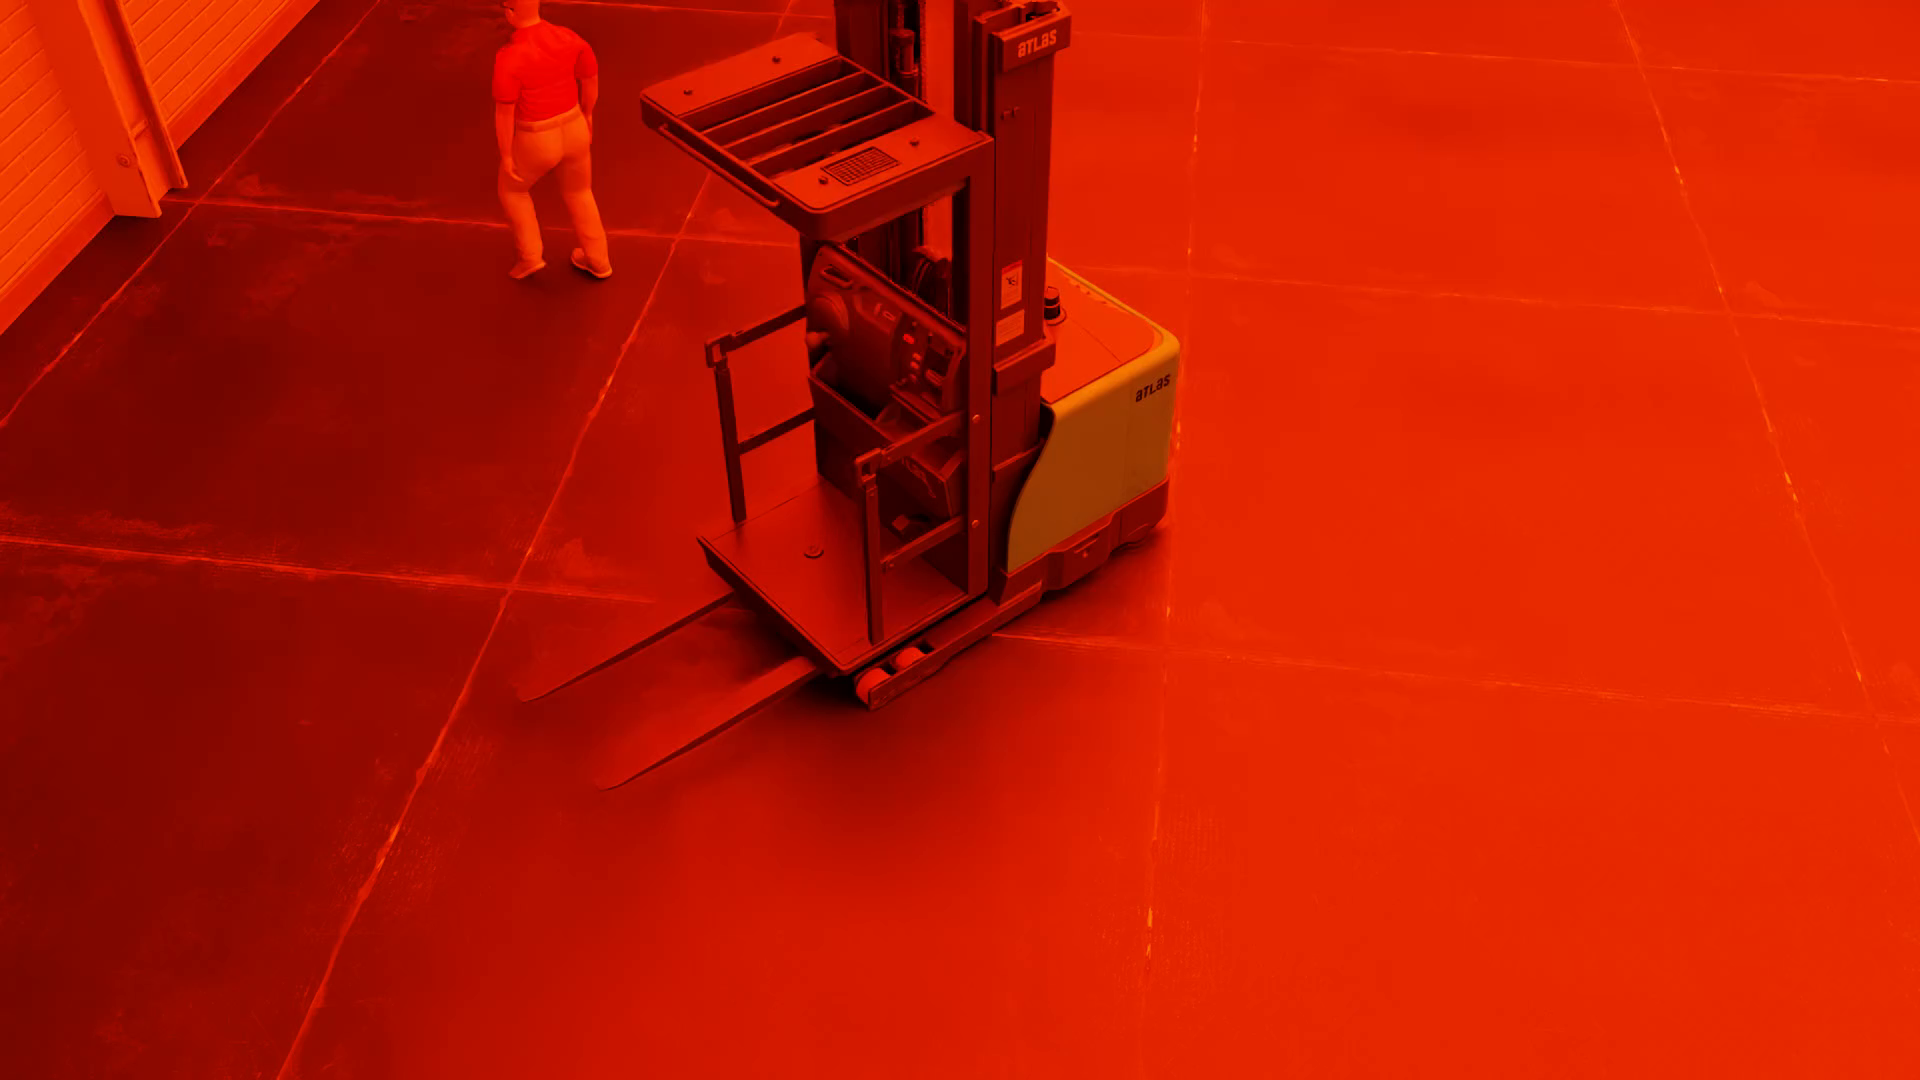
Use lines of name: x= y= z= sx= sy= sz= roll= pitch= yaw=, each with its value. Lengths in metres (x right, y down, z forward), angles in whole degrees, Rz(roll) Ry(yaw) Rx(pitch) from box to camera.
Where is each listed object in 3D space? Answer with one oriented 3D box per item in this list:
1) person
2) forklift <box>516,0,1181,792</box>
person: x=-2.253 y=-2.175 z=9.058 sx=0.636 sy=1.787 sz=0.504 roll=-32 pitch=51 yaw=-30
forklift: x=-0.467 y=-0.768 z=6.561 sx=3.031 sy=2.935 sz=1.130 roll=-30 pitch=50 yaw=-28
